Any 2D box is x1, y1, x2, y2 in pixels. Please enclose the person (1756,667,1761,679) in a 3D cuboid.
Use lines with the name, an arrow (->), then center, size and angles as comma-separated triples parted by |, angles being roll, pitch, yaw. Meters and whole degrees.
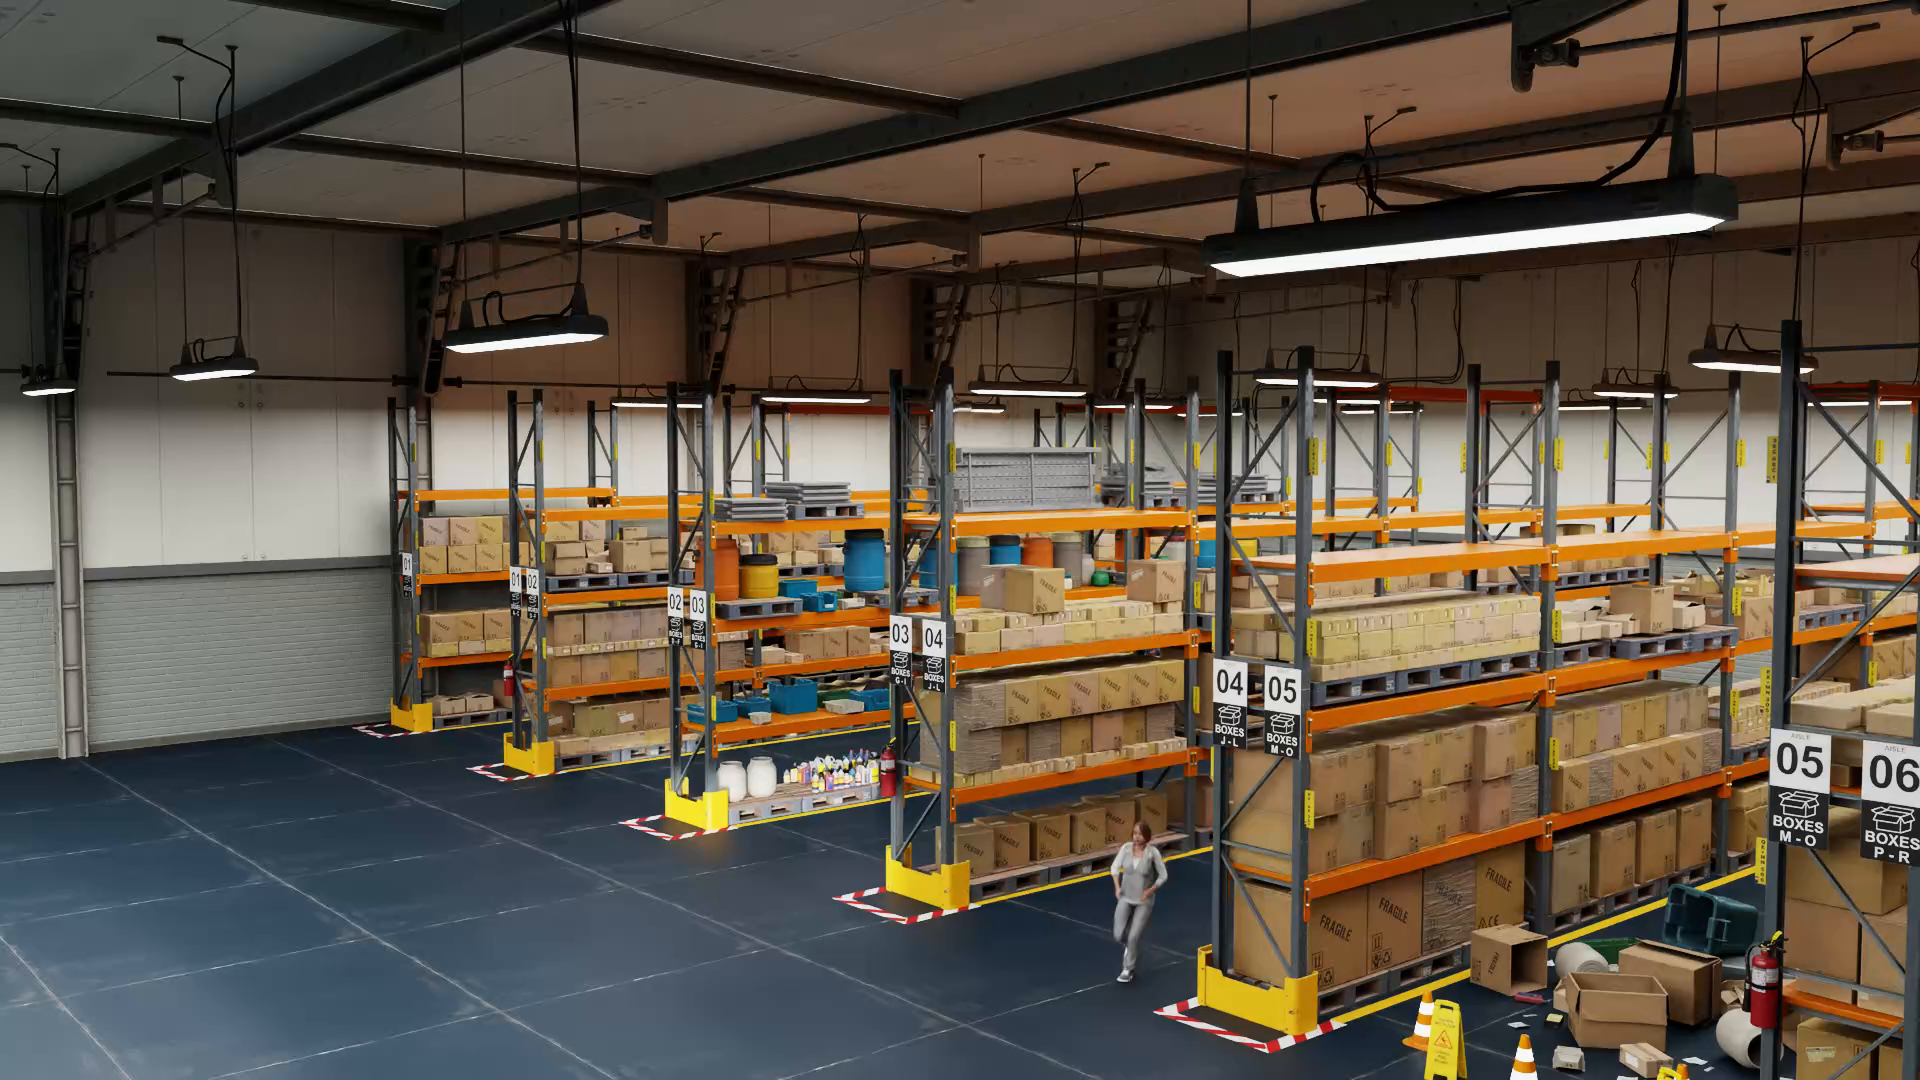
person -> 12.212, 2.819, 25.369 | 0.723, 1.782, 0.655 | -2, 4, -30

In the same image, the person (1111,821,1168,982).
person -> 1.713, 3.457, 15.977 | 0.564, 1.552, 0.522 | 1, 4, 18
